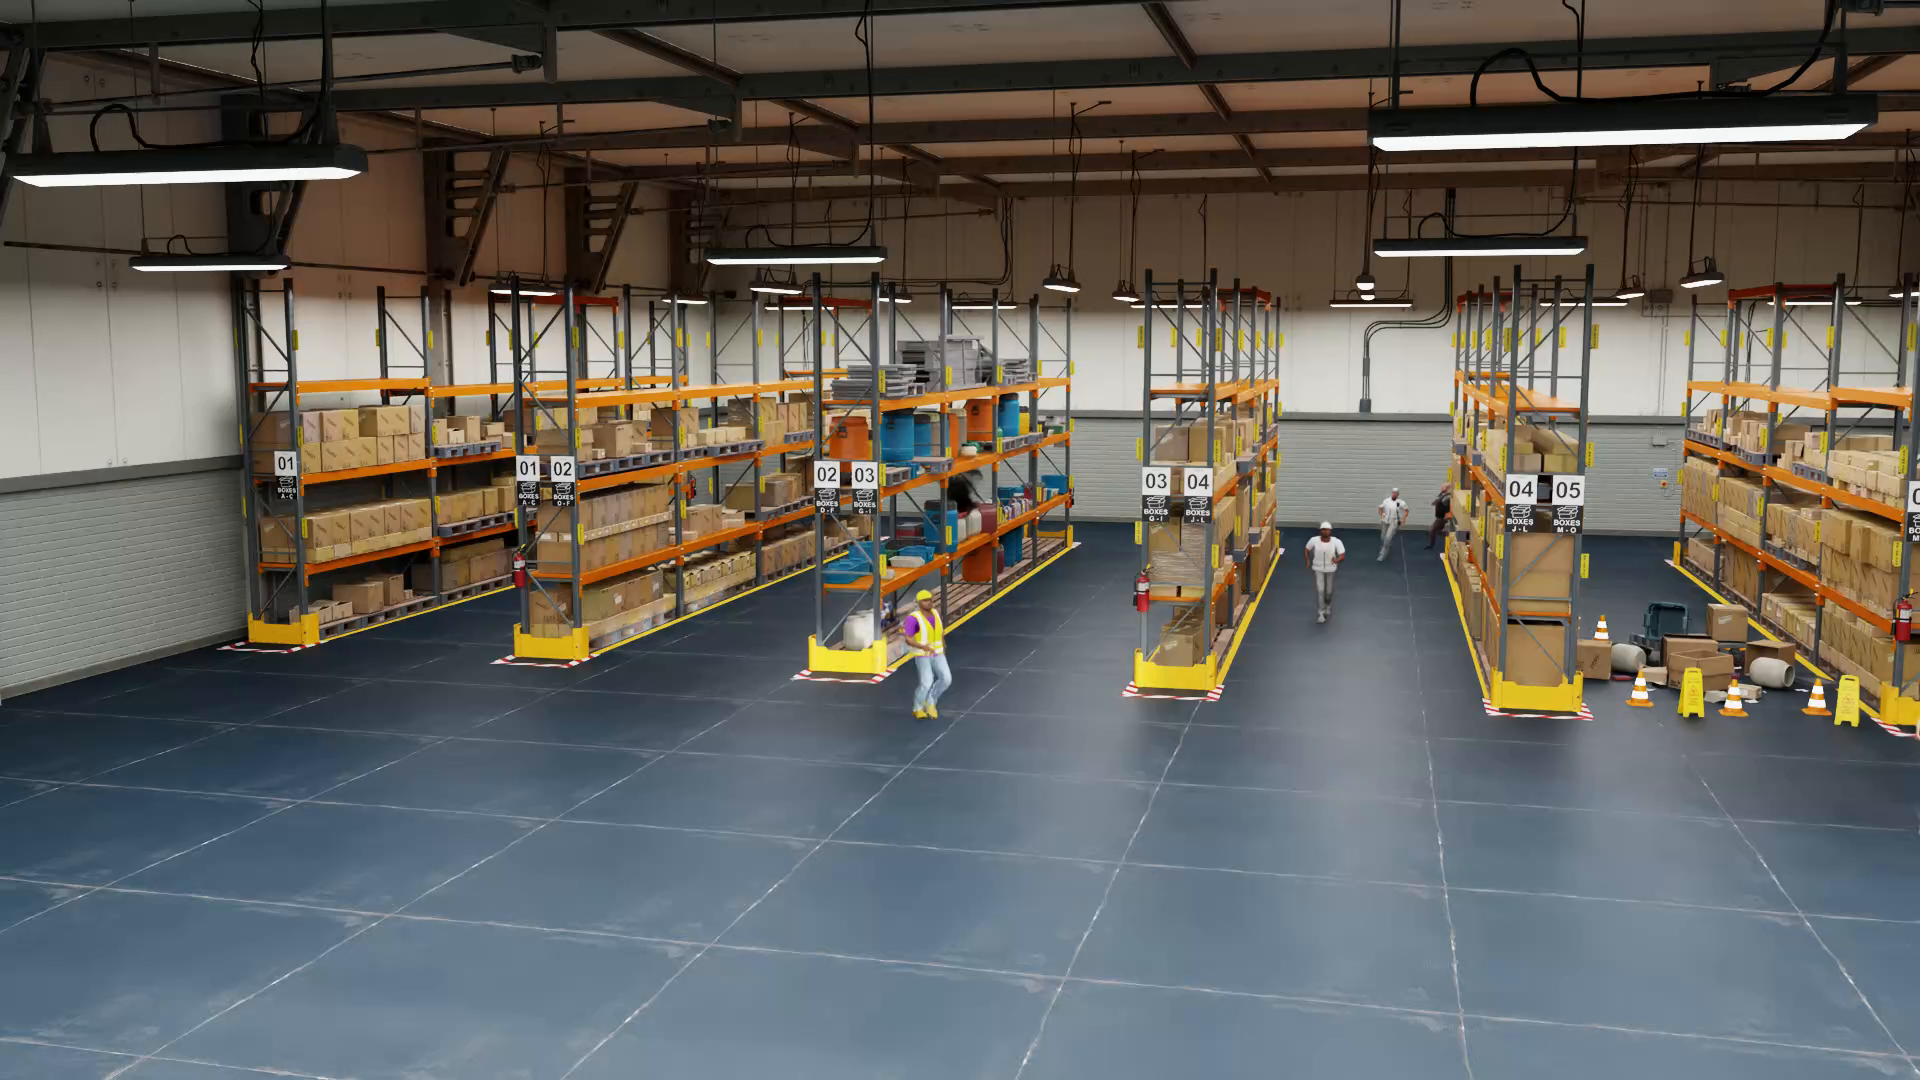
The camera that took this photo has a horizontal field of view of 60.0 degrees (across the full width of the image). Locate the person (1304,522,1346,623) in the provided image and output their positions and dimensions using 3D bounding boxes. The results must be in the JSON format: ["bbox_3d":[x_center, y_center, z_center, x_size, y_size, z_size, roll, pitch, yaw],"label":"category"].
[{"bbox_3d":[6.528,0.548,29.774,0.718,1.760,0.900,1,7,10],"label":"person"}]

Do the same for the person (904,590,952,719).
[{"bbox_3d":[-0.401,1.514,21.957,0.712,1.725,0.633,-5,8,-36],"label":"person"}]

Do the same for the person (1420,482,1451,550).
[{"bbox_3d":[11.427,-0.551,39.540,0.845,1.661,0.705,1,7,11],"label":"person"}]

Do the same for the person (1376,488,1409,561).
[{"bbox_3d":[9.852,-0.374,38.042,0.697,1.647,0.924,4,8,33],"label":"person"}]
